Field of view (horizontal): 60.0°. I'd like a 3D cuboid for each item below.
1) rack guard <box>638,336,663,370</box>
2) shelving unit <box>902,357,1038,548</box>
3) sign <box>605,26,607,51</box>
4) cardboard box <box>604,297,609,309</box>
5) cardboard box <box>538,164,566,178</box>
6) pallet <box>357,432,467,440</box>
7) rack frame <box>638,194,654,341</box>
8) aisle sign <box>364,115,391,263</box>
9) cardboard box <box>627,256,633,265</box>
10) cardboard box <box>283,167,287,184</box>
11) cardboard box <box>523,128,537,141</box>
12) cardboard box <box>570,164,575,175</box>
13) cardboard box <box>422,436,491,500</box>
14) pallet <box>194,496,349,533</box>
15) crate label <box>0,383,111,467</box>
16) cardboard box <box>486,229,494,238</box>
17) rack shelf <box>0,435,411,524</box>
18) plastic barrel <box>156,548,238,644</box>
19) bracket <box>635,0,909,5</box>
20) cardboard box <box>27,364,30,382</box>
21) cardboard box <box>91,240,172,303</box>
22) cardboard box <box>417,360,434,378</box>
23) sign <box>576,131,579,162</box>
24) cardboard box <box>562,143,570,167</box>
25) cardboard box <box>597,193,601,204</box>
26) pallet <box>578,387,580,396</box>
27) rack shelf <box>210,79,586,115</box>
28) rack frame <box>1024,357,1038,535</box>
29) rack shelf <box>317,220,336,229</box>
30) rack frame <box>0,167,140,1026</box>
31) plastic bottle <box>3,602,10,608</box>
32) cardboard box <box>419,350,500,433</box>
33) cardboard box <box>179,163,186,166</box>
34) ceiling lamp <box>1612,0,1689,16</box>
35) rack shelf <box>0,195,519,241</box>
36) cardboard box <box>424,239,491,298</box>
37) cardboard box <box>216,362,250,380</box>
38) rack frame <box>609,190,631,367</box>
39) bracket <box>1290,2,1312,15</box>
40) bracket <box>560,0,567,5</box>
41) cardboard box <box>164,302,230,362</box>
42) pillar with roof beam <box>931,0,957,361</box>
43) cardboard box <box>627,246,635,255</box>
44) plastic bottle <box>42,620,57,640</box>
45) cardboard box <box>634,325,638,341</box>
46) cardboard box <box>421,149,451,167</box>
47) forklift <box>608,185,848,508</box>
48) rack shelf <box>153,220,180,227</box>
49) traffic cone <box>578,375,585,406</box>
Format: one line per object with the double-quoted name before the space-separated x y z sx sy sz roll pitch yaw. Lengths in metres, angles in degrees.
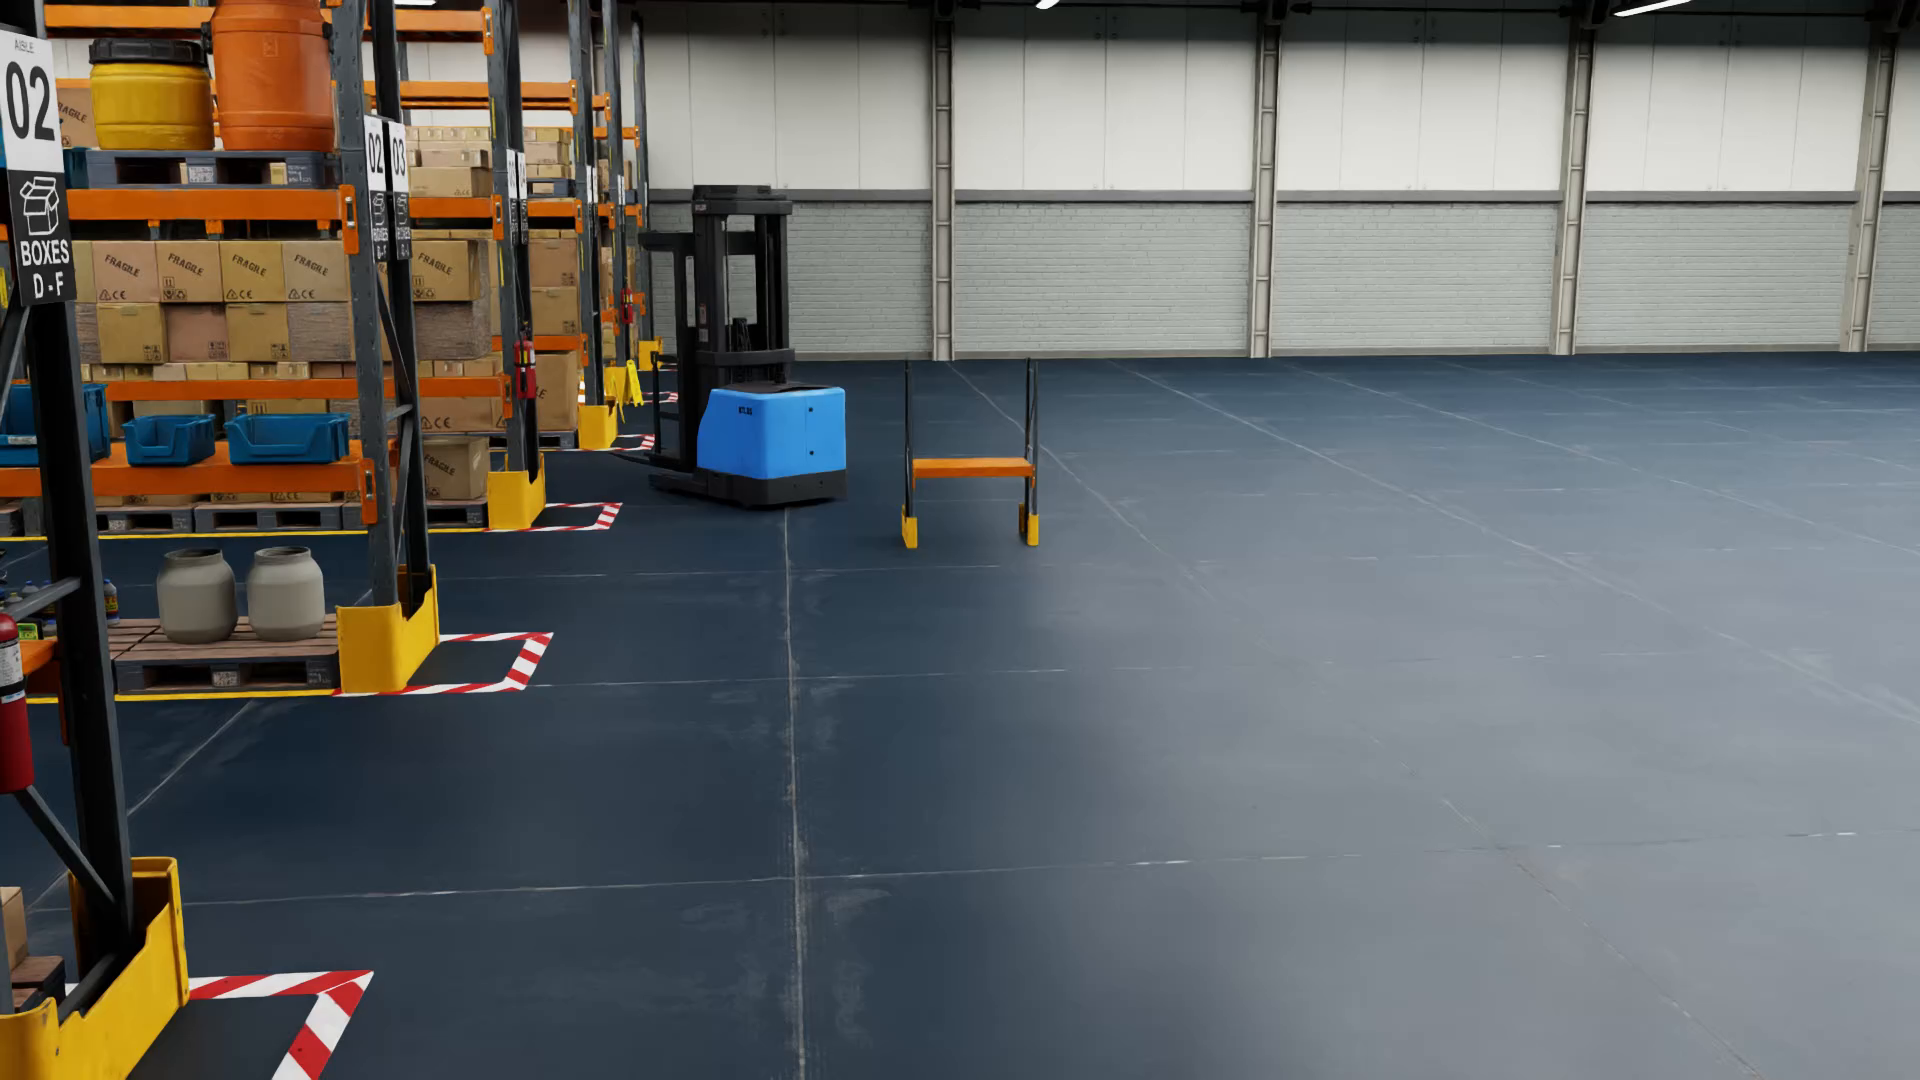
"rack guard" -5.465 -3.302 29.367 0.348 0.500 1.175 -1 11 -6
"shelving unit" 0.076 -0.738 13.731 1.083 1.500 0.587 -1 11 -6
"sign" -4.909 -6.949 23.054 0.005 0.325 0.100 -1 11 -6
"cardboard box" -5.309 -3.485 24.472 0.250 0.149 0.380 -1 11 -6
"cardboard box" -4.608 -4.161 18.782 0.250 0.149 0.380 -1 11 -6
"pallet" -6.310 -1.204 19.445 1.213 0.211 1.003 -1 11 -6
"rack frame" -5.488 -4.528 29.123 0.127 3.000 1.000 -1 11 -6
"aisle sign" -3.240 -1.946 9.250 0.004 0.787 0.394 -1 11 -6
"cardboard box" -5.803 -4.834 28.741 0.250 0.149 0.380 -1 11 -5
"cardboard box" -5.337 -2.995 13.939 0.500 0.250 0.500 -1 11 -5
"cardboard box" -4.860 -4.547 18.680 0.250 0.149 0.380 -1 11 -6
"cardboard box" -5.514 -5.254 23.626 0.250 0.149 0.380 -1 11 -5
"cardboard box" -4.501 -0.645 14.765 0.500 0.500 0.500 1 11 4
"pallet" -5.976 -0.271 14.698 1.213 0.211 1.003 -1 11 -6
"crate label" -5.144 -0.653 9.321 0.616 0.435 0.502 -1 11 -6
"cardboard box" -6.433 -4.170 23.679 0.500 0.500 0.700 -1 11 -7
"rack shelf" -5.332 -0.331 9.640 4.000 0.370 1.077 -1 11 -6
"plastic barrel" -4.488 0.328 9.785 0.421 0.512 0.421 0 11 0
"bracket" -3.249 -9.391 28.975 4.783 0.066 0.076 -1 11 -6
"cardboard box" -7.609 -1.416 13.944 0.250 0.149 0.380 -1 11 -6
"cardboard box" -6.883 -2.249 13.910 0.500 0.500 0.500 -1 11 -6
"cardboard box" -4.631 -1.486 14.305 0.250 0.149 0.380 -1 11 -6
"sign" -4.269 -4.392 18.566 0.005 0.325 0.100 -1 11 -6
"cardboard box" -4.821 -4.467 19.309 0.500 0.250 0.500 -1 11 -6
"cardboard box" -5.273 -4.863 23.706 0.250 0.149 0.380 -1 11 -6
"pallet" -5.836 -2.196 24.491 1.213 0.211 1.003 -1 11 -6
"rack shelf" -6.302 -4.982 18.781 4.000 0.370 1.077 -1 11 -6
"rack frame" 0.590 -0.748 13.786 0.032 1.500 0.500 -1 11 -6
"rack shelf" -10.914 -4.570 23.426 4.000 0.370 1.077 -1 11 -6
"rack frame" -2.812 0.224 4.951 0.127 3.000 1.000 -1 11 -6
"plastic bottle" -5.388 0.493 9.484 0.133 0.283 0.061 -1 11 -6
"cardboard box" -5.855 -1.747 19.396 0.875 0.875 0.875 -1 11 -7
"cardboard box" -6.456 -3.156 13.725 0.250 0.149 0.380 -1 11 -7
"ceiling lamp" 11.161 -9.938 25.958 0.800 3.185 2.000 -1 11 -6
"rack shelf" -5.867 -2.753 14.183 4.000 0.370 1.077 -1 11 -6
"cardboard box" -4.455 -2.402 14.687 0.500 0.500 0.500 -1 11 -6
"cardboard box" -6.119 -1.449 14.116 0.250 0.149 0.380 -1 11 -6
"rack frame" -4.949 -3.576 24.281 0.127 3.000 1.000 -1 11 -6
"bracket" 6.103 -9.586 29.972 0.430 0.232 0.235 -1 11 -6
"bracket" -6.652 -9.319 28.612 0.430 0.232 0.235 -1 11 -6
"cardboard box" -6.414 -1.818 14.310 0.500 0.500 0.875 -1 11 -6
"pillar with roof beam" 0.152 -6.929 25.786 0.548 9.000 9.100 -1 11 -6
"cardboard box" -5.845 -5.075 29.195 0.250 0.149 0.380 -1 11 -7
"plastic bottle" -5.122 0.554 9.388 0.097 0.201 0.097 0 11 0
"cardboard box" -5.978 -3.660 29.452 0.500 0.250 0.500 -1 11 -5
"cardboard box" -4.392 -3.221 14.054 0.250 0.149 0.380 -2 11 -8
"forklift" -2.418 -1.961 16.243 1.130 2.935 3.031 -10 15 -41
"rack shelf" -11.453 -5.522 28.267 4.000 0.370 1.077 -1 11 -6
"traffic cone" -5.237 -2.075 23.222 0.334 0.463 0.336 -1 11 -6
